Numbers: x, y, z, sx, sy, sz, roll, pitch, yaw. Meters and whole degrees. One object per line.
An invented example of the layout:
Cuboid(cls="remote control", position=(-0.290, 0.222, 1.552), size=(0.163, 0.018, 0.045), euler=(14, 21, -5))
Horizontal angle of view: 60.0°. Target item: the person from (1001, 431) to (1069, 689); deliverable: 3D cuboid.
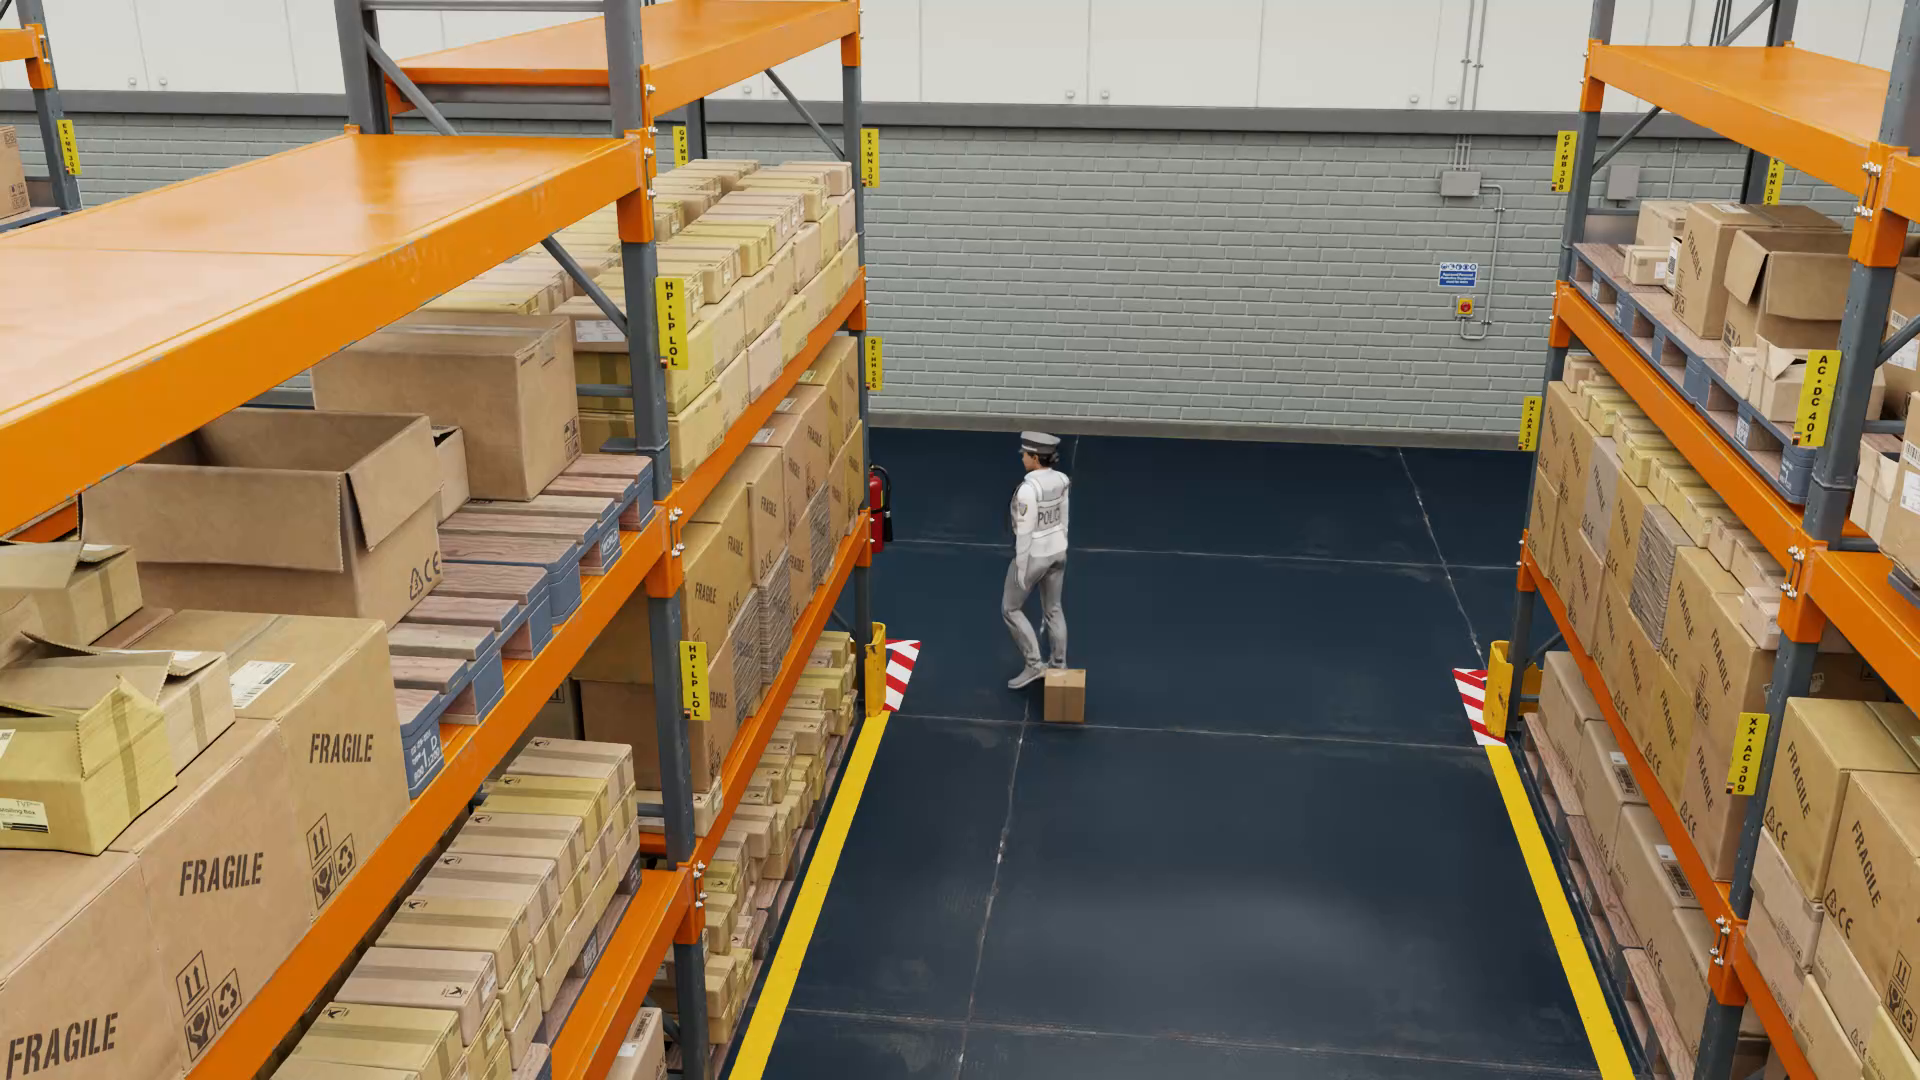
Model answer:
Cuboid(cls="person", position=(0.523, 0.133, 10.695), size=(0.418, 1.659, 0.549), euler=(20, 29, 41))
